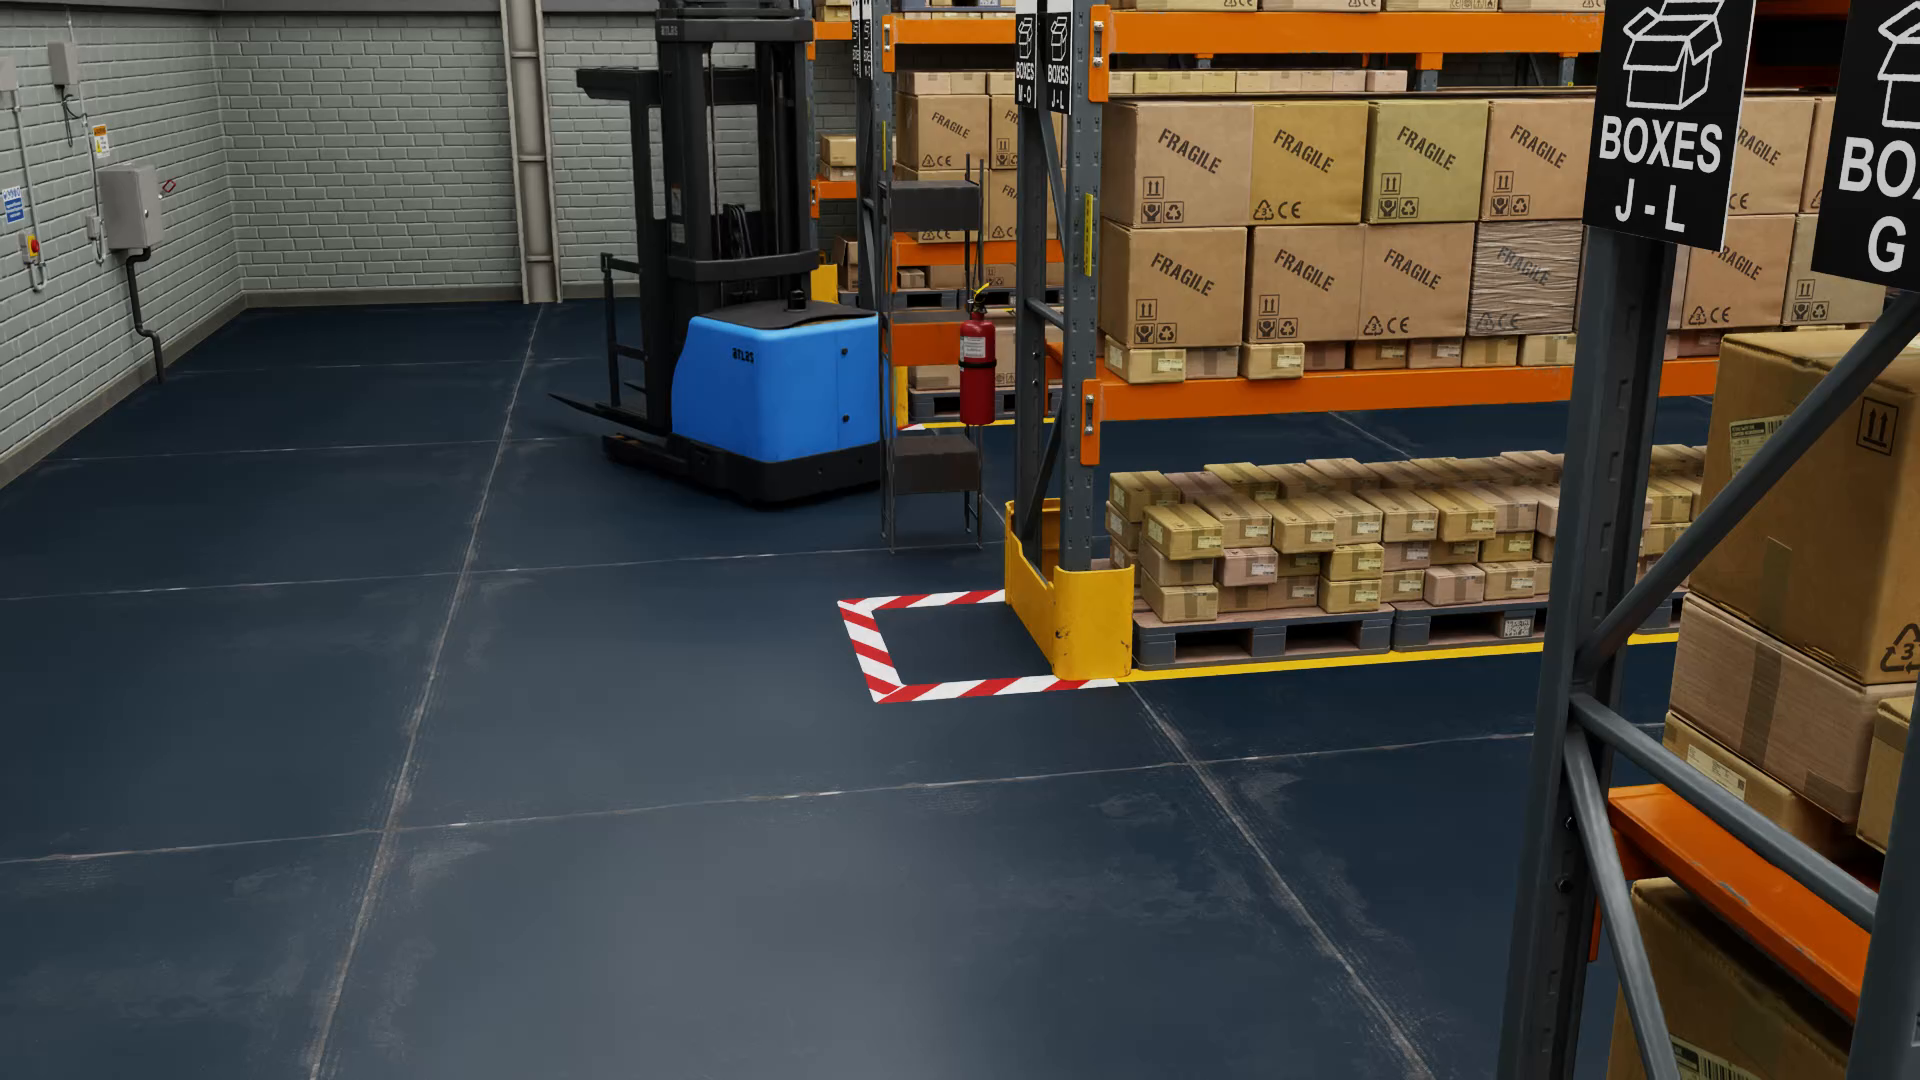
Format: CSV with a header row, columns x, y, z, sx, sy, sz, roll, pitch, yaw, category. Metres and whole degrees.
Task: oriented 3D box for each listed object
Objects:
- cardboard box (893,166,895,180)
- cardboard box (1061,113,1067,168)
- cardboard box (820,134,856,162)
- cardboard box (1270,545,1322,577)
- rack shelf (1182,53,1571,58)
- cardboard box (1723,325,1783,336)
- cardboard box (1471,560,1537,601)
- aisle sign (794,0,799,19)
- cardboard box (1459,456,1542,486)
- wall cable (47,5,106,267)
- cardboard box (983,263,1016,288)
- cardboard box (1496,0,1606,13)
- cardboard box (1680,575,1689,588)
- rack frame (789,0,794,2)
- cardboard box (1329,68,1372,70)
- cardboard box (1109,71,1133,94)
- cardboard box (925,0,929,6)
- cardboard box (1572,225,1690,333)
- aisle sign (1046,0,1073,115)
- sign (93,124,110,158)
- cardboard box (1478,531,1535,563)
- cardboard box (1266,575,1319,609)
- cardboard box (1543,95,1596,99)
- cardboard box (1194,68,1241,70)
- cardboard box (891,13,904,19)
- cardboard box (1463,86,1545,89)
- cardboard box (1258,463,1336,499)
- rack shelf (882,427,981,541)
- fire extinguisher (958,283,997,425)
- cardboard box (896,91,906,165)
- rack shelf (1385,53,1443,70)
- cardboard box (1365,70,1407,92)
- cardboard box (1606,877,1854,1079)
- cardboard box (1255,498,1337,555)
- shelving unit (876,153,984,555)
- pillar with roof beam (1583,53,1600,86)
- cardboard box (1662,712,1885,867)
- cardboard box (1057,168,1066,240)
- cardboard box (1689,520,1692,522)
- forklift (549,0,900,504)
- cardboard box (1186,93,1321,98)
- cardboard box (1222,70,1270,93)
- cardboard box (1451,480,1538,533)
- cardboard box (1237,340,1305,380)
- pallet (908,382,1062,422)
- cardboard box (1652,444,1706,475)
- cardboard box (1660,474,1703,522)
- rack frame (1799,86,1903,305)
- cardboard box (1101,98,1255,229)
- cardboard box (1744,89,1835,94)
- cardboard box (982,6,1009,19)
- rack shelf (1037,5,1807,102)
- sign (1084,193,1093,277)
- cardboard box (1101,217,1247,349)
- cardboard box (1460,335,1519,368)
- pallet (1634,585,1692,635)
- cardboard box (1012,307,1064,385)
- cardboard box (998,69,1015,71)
x,y,z,sx,sy,sz,roll,pitch,yaw,category
-0.698,-3.709,16.705,0.250,0.149,0.380,-3,17,-11,cardboard box
0.915,-2.939,11.897,0.500,0.500,0.500,-3,17,-11,cardboard box
-1.164,-4.010,17.007,0.500,0.250,0.500,-3,17,-9,cardboard box
1.484,0.041,7.702,0.250,0.149,0.380,-3,17,-10,cardboard box
4.326,-5.261,17.450,4.000,0.370,1.077,-3,17,-10,rack shelf
3.603,-0.961,7.760,0.250,0.149,0.380,-3,17,-8,cardboard box
2.510,0.150,7.855,0.250,0.149,0.380,-3,17,-10,cardboard box
-1.577,-4.992,16.027,0.004,0.787,0.394,-3,17,-10,aisle sign
2.678,-0.294,8.286,0.250,0.149,0.380,-4,18,-13,cardboard box
-6.432,-2.980,12.174,0.122,1.984,0.588,-3,17,-10,wall cable
0.438,-2.887,17.144,0.500,0.500,0.500,-3,17,-9,cardboard box
2.437,-2.385,7.114,0.500,0.250,0.500,-3,17,-11,cardboard box
3.507,0.098,8.025,0.250,0.149,0.380,-4,17,-12,cardboard box
-1.565,-6.705,15.815,0.127,3.000,1.000,-3,17,-10,rack frame
2.948,-3.522,12.693,0.250,0.149,0.380,-4,17,-11,cardboard box
1.058,-3.250,11.807,0.250,0.149,0.380,-3,17,-10,cardboard box
-0.583,-5.322,16.170,0.500,0.250,0.500,-3,17,-9,cardboard box
2.926,-1.234,7.543,0.500,0.500,0.500,-3,17,-11,cardboard box
0.403,-2.137,6.734,0.004,0.787,0.394,-3,17,-10,aisle sign
-6.600,-3.067,12.781,0.001,0.242,0.339,-3,17,-10,sign
2.525,-0.023,7.912,0.250,0.149,0.380,-2,17,-8,cardboard box
1.477,0.186,7.738,0.250,0.149,0.380,-3,17,-10,cardboard box
2.924,-1.717,7.413,0.500,0.500,0.500,-3,17,-9,cardboard box
1.935,-3.475,12.537,0.250,0.149,0.380,-4,17,-12,cardboard box
-0.701,-5.133,16.235,0.250,0.149,0.380,-3,17,-10,cardboard box
4.205,-3.283,13.020,0.500,0.500,0.500,-3,17,-9,cardboard box
1.644,-0.255,8.159,0.250,0.149,0.380,-4,18,-13,cardboard box
-0.163,-0.312,9.183,0.480,0.518,0.431,-3,17,-10,rack shelf
0.083,-0.889,7.864,0.183,0.674,0.296,-3,17,-10,fire extinguisher
-0.192,-3.028,12.188,0.500,0.500,0.500,-3,17,-9,cardboard box
5.271,-3.831,12.792,4.000,0.370,1.077,-3,17,-10,rack shelf
3.065,-3.356,12.152,0.250,0.149,0.380,-4,17,-12,cardboard box
1.873,1.206,3.178,0.875,0.875,0.875,-3,17,-10,cardboard box
1.517,-0.066,7.545,0.250,0.149,0.380,-3,17,-11,cardboard box
-0.163,-0.995,8.974,0.503,2.100,0.431,-3,17,-10,shelving unit
8.215,-6.242,14.308,0.400,9.000,9.100,-3,17,-10,pillar with roof beam
1.547,0.456,3.148,0.250,0.149,0.380,-3,17,-9,cardboard box
0.900,-2.458,12.034,0.500,0.500,0.500,-3,17,-11,cardboard box
3.573,-0.040,7.968,0.250,0.149,0.380,-4,17,-12,cardboard box
-1.722,-1.979,10.762,1.130,2.935,3.031,-14,22,-39,forklift
1.318,-1.779,7.614,0.500,0.500,0.500,-4,17,-12,cardboard box
2.055,-3.318,12.028,0.250,0.149,0.380,-3,17,-11,cardboard box
2.514,-0.159,7.849,0.250,0.149,0.380,-3,17,-10,cardboard box
1.315,-0.814,7.282,0.250,0.149,0.380,-4,17,-12,cardboard box
0.150,-1.141,12.666,1.213,0.211,1.003,-3,17,-10,pallet
3.686,-0.373,8.543,0.250,0.149,0.380,-2,17,-8,cardboard box
3.559,-0.194,7.961,0.250,0.149,0.380,-3,17,-11,cardboard box
4.346,-1.208,8.136,0.127,3.000,1.000,-3,17,-10,rack frame
0.909,-1.602,7.038,0.500,0.500,0.500,-3,17,-11,cardboard box
3.856,-1.921,8.078,0.500,0.500,0.500,-3,17,-9,cardboard box
0.315,-5.159,16.319,0.250,0.149,0.380,-3,17,-10,cardboard box
2.382,-2.187,7.439,4.000,0.370,1.077,-3,17,-10,rack shelf
0.521,-1.243,6.774,0.005,0.325,0.100,-3,17,-10,sign
0.911,-1.121,7.174,0.500,0.500,0.500,-2,17,-8,cardboard box
2.320,-0.890,7.529,0.250,0.149,0.380,-3,17,-8,cardboard box
3.693,0.173,8.390,1.213,0.211,1.003,-3,17,-10,pallet
0.906,-1.502,12.740,0.875,0.438,0.875,-3,17,-9,cardboard box
0.432,-3.382,12.236,0.250,0.149,0.380,-3,17,-9,cardboard box
